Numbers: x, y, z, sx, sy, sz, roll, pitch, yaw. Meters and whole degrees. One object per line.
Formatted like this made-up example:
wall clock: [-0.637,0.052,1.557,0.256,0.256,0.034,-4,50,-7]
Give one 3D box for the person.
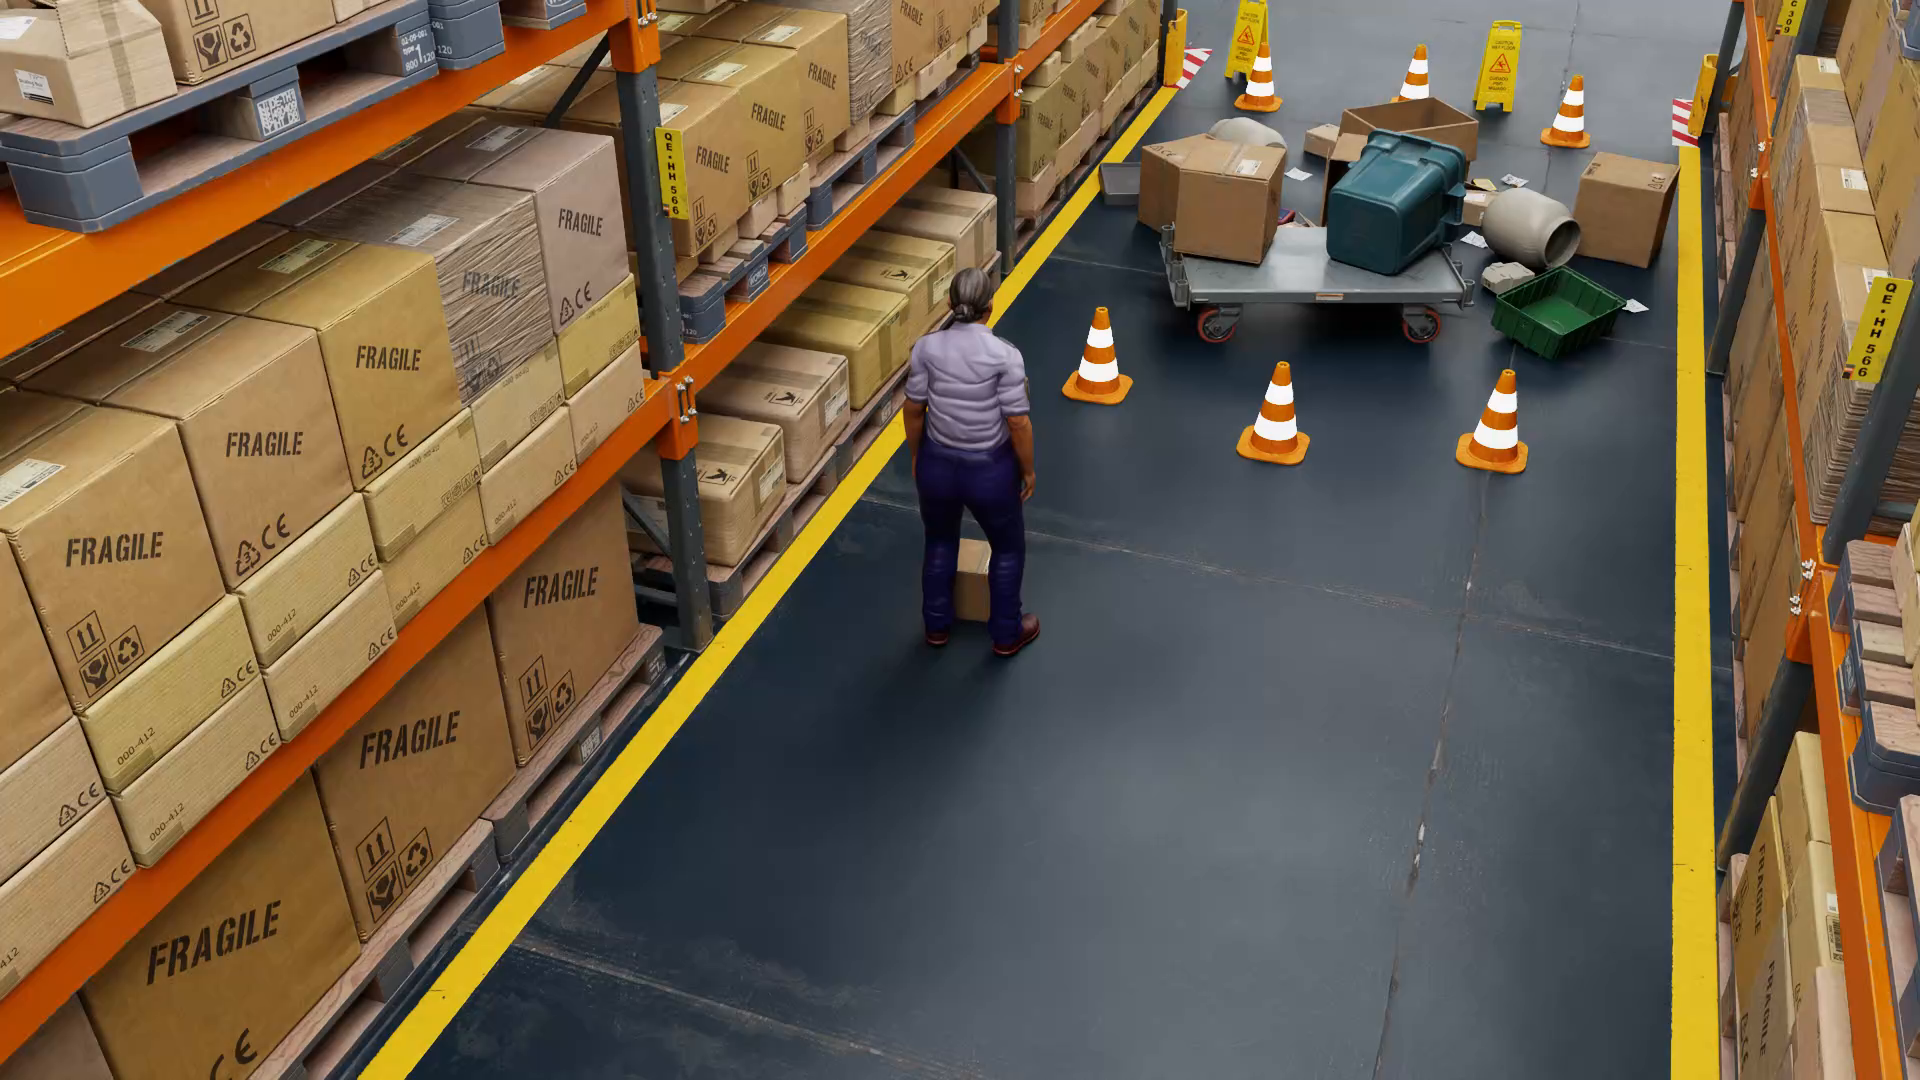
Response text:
person: [0.046,-0.279,6.570,0.538,1.651,0.378,10,35,15]
